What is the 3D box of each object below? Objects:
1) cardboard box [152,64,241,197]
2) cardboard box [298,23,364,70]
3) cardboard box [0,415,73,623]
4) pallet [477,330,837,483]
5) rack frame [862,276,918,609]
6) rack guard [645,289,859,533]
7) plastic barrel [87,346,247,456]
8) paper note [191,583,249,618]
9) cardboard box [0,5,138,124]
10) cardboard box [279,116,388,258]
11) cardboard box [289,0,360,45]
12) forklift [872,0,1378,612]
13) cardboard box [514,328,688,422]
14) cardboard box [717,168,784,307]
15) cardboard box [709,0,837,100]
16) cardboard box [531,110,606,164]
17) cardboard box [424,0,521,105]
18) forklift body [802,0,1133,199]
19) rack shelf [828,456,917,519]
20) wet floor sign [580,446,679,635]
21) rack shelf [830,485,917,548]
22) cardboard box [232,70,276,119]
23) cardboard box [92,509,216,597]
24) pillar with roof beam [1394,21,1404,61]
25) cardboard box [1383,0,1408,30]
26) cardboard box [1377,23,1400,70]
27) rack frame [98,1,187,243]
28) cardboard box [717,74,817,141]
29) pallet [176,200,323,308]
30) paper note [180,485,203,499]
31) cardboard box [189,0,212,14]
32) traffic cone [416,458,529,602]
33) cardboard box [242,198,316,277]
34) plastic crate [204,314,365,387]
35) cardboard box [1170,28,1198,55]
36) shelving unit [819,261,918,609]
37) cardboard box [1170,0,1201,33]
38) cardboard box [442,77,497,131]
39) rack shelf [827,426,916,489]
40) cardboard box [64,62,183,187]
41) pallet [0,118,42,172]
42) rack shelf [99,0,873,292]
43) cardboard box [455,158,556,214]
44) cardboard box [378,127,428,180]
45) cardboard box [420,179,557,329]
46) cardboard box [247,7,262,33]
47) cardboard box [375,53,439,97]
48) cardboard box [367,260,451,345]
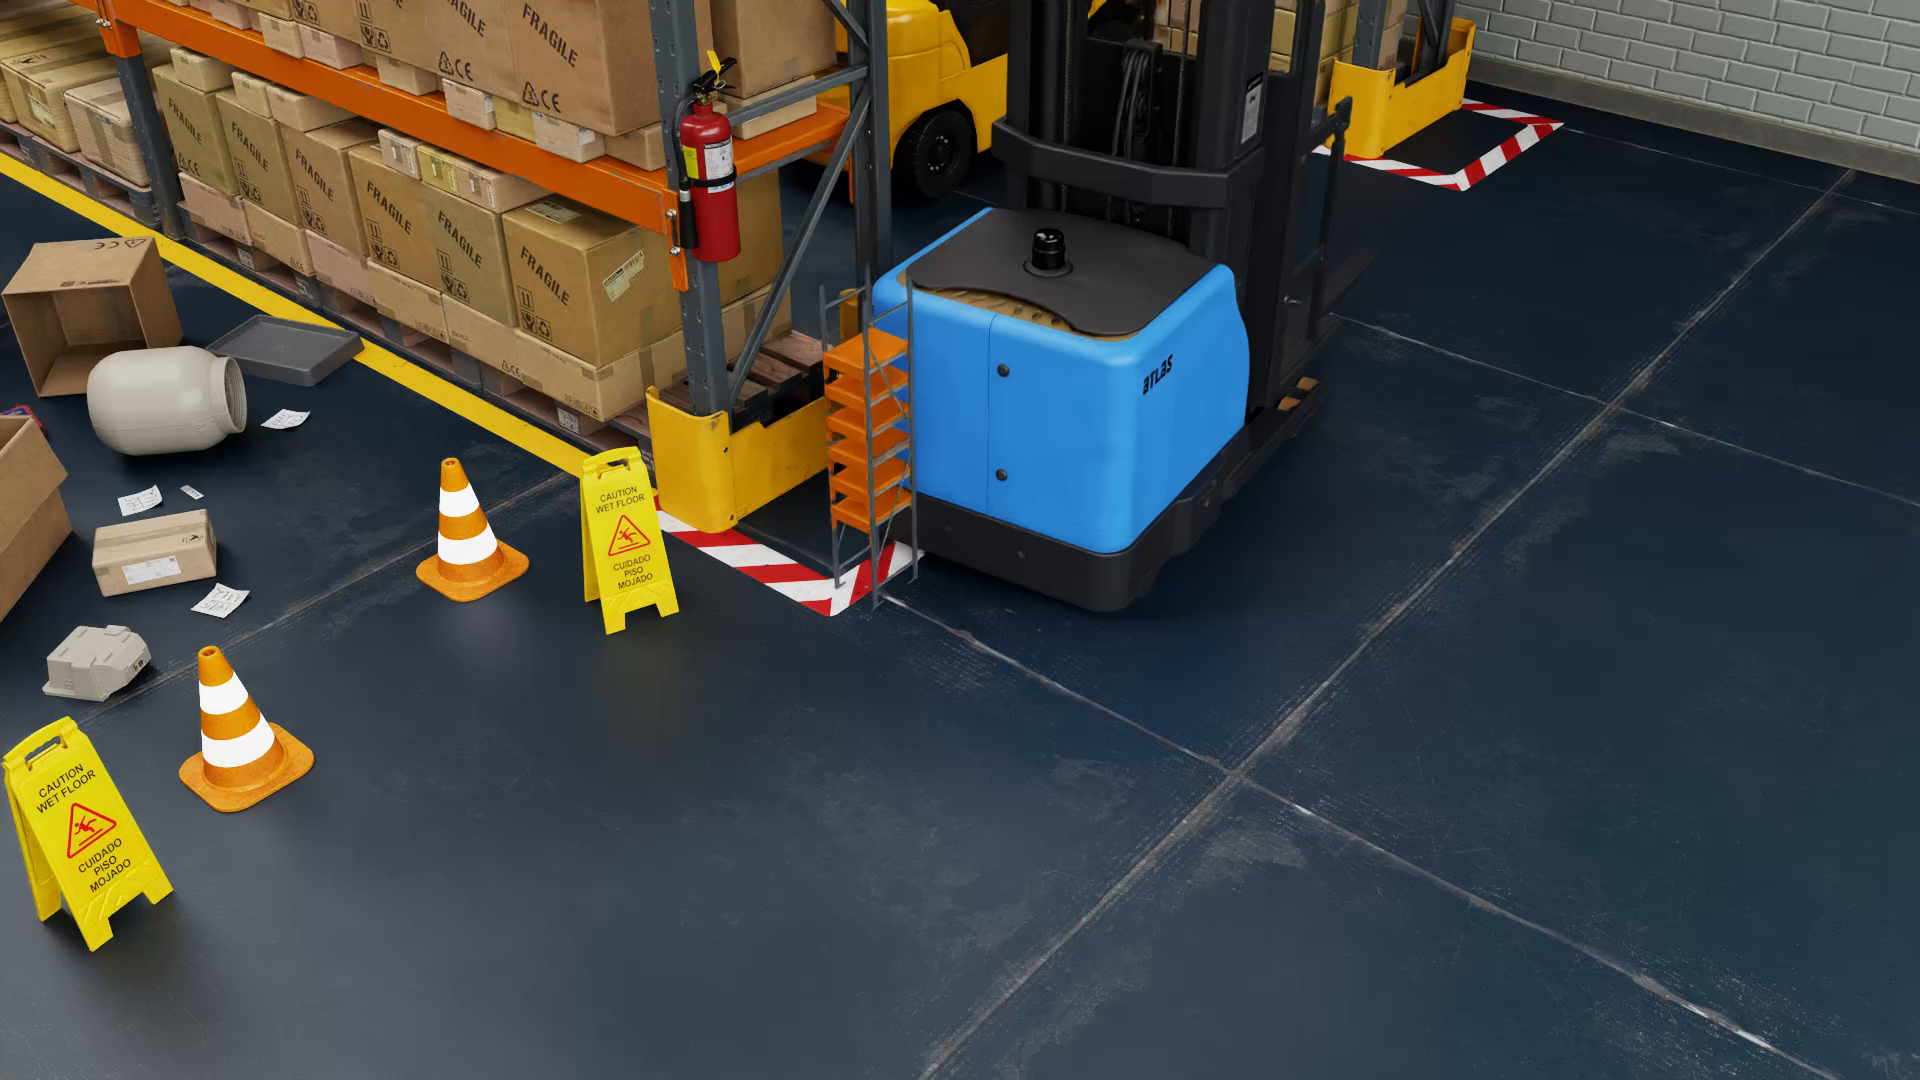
[{"bbox_3d":[-3.422,-2.001,7.910,0.500,0.500,0.500,27,43,34],"label":"cardboard box"},{"bbox_3d":[-2.477,-2.080,6.851,0.250,0.149,0.380,25,42,32],"label":"cardboard box"},{"bbox_3d":[-3.598,-0.041,5.865,0.637,0.503,0.797,0,34,0],"label":"cardboard box"},{"bbox_3d":[-1.288,-0.723,7.116,1.213,0.211,1.003,25,42,32],"label":"pallet"},{"bbox_3d":[-0.231,-0.303,5.631,0.006,1.200,0.240,24,41,31],"label":"rack frame"},{"bbox_3d":[-0.687,-0.532,6.583,0.348,0.500,1.175,25,42,32],"label":"rack guard"},{"bbox_3d":[-3.184,-0.562,6.695,0.512,0.421,0.421,-6,35,-8],"label":"plastic barrel"},{"bbox_3d":[-2.628,0.213,5.913,0.142,0.019,0.148,12,36,16],"label":"paper note"},{"bbox_3d":[-5.197,-2.773,9.588,0.625,0.372,0.950,27,43,33],"label":"cardboard box"},{"bbox_3d":[-2.605,-1.624,7.361,0.500,0.500,0.500,28,43,34],"label":"cardboard box"},{"bbox_3d":[-2.363,-2.333,6.647,0.500,0.500,0.500,26,42,32],"label":"cardboard box"},{"bbox_3d":[0.887,-1.760,6.224,1.130,2.935,3.031,19,39,26],"label":"forklift"},{"bbox_3d":[-1.440,-0.759,6.763,0.500,0.250,0.500,25,42,32],"label":"cardboard box"},{"bbox_3d":[-1.090,-1.305,6.895,0.500,0.500,0.500,24,41,30],"label":"cardboard box"},{"bbox_3d":[-0.815,-1.991,6.148,0.500,0.500,0.500,25,41,31],"label":"cardboard box"},{"bbox_3d":[-1.318,-1.517,6.032,0.250,0.149,0.380,25,42,31],"label":"cardboard box"},{"bbox_3d":[-1.603,-1.959,6.102,0.500,0.500,0.500,25,42,32],"label":"cardboard box"},{"bbox_3d":[-0.080,-3.239,9.067,1.214,2.155,2.313,25,42,32],"label":"forklift body"},{"bbox_3d":[-0.302,-0.200,5.772,0.180,0.103,0.258,24,41,31],"label":"rack shelf"},{"bbox_3d":[-1.167,-0.030,5.724,0.267,0.644,0.232,-18,38,-25],"label":"wet floor sign"},{"bbox_3d":[-0.302,-0.102,5.840,0.180,0.103,0.258,24,41,31],"label":"rack shelf"},{"bbox_3d":[-2.968,-2.012,7.353,0.250,0.149,0.380,27,43,33],"label":"cardboard box"},{"bbox_3d":[-2.927,0.045,6.054,0.380,0.149,0.250,-12,36,-17],"label":"cardboard box"},{"bbox_3d":[-0.168,-4.940,5.495,0.400,9.000,9.100,25,42,32],"label":"pillar with roof beam"},{"bbox_3d":[2.316,-3.202,9.879,0.500,0.250,0.500,26,42,33],"label":"cardboard box"},{"bbox_3d":[2.293,-2.998,10.024,0.500,0.250,0.500,25,42,32],"label":"cardboard box"},{"bbox_3d":[-3.702,-2.984,7.945,0.127,3.000,1.000,25,42,32],"label":"rack frame"},{"bbox_3d":[-0.757,-1.644,6.217,0.250,0.149,0.380,25,42,32],"label":"cardboard box"},{"bbox_3d":[-3.163,-1.606,8.403,1.213,0.211,1.003,25,42,32],"label":"pallet"},{"bbox_3d":[-3.010,-0.187,6.514,0.123,0.001,0.032,25,42,32],"label":"paper note"},{"bbox_3d":[-3.214,-2.475,7.426,0.250,0.149,0.380,25,42,32],"label":"cardboard box"},{"bbox_3d":[-1.784,-0.084,5.963,0.334,0.463,0.336,25,42,32],"label":"traffic cone"},{"bbox_3d":[-3.004,-1.504,7.848,0.500,0.250,0.500,28,43,34],"label":"cardboard box"},{"bbox_3d":[-3.020,-0.855,7.424,0.583,0.080,0.402,12,36,16],"label":"plastic crate"},{"bbox_3d":[1.606,-2.952,9.957,0.500,0.250,0.500,25,42,32],"label":"cardboard box"},{"bbox_3d":[-0.302,-0.336,5.679,0.189,1.200,0.258,24,41,31],"label":"shelving unit"},{"bbox_3d":[1.592,-3.168,9.830,0.500,0.250,0.500,25,42,31],"label":"cardboard box"},{"bbox_3d":[-1.719,-1.699,6.297,0.250,0.149,0.380,26,42,33],"label":"cardboard box"},{"bbox_3d":[-0.302,-0.299,5.704,0.180,0.103,0.258,24,41,31],"label":"rack shelf"},{"bbox_3d":[-4.107,-2.263,8.845,0.625,0.372,0.950,26,42,32],"label":"cardboard box"},{"bbox_3d":[-5.243,-2.557,9.787,1.213,0.211,1.003,25,42,32],"label":"pallet"},{"bbox_3d":[-2.165,-1.963,7.094,4.000,0.370,1.077,25,42,32],"label":"rack shelf"},{"bbox_3d":[-1.736,-1.432,6.507,0.250,0.149,0.380,27,43,33],"label":"cardboard box"},{"bbox_3d":[-2.128,-1.620,6.782,0.250,0.149,0.380,27,43,34],"label":"cardboard box"},{"bbox_3d":[-1.814,-1.248,6.813,0.500,0.500,0.500,27,43,33],"label":"cardboard box"},{"bbox_3d":[-2.822,-2.287,7.152,0.250,0.149,0.380,25,42,32],"label":"cardboard box"},{"bbox_3d":[-2.080,-1.907,6.598,0.250,0.149,0.380,25,42,31],"label":"cardboard box"},{"bbox_3d":[-2.220,-1.128,7.301,0.500,0.250,0.500,24,41,30],"label":"cardboard box"}]
